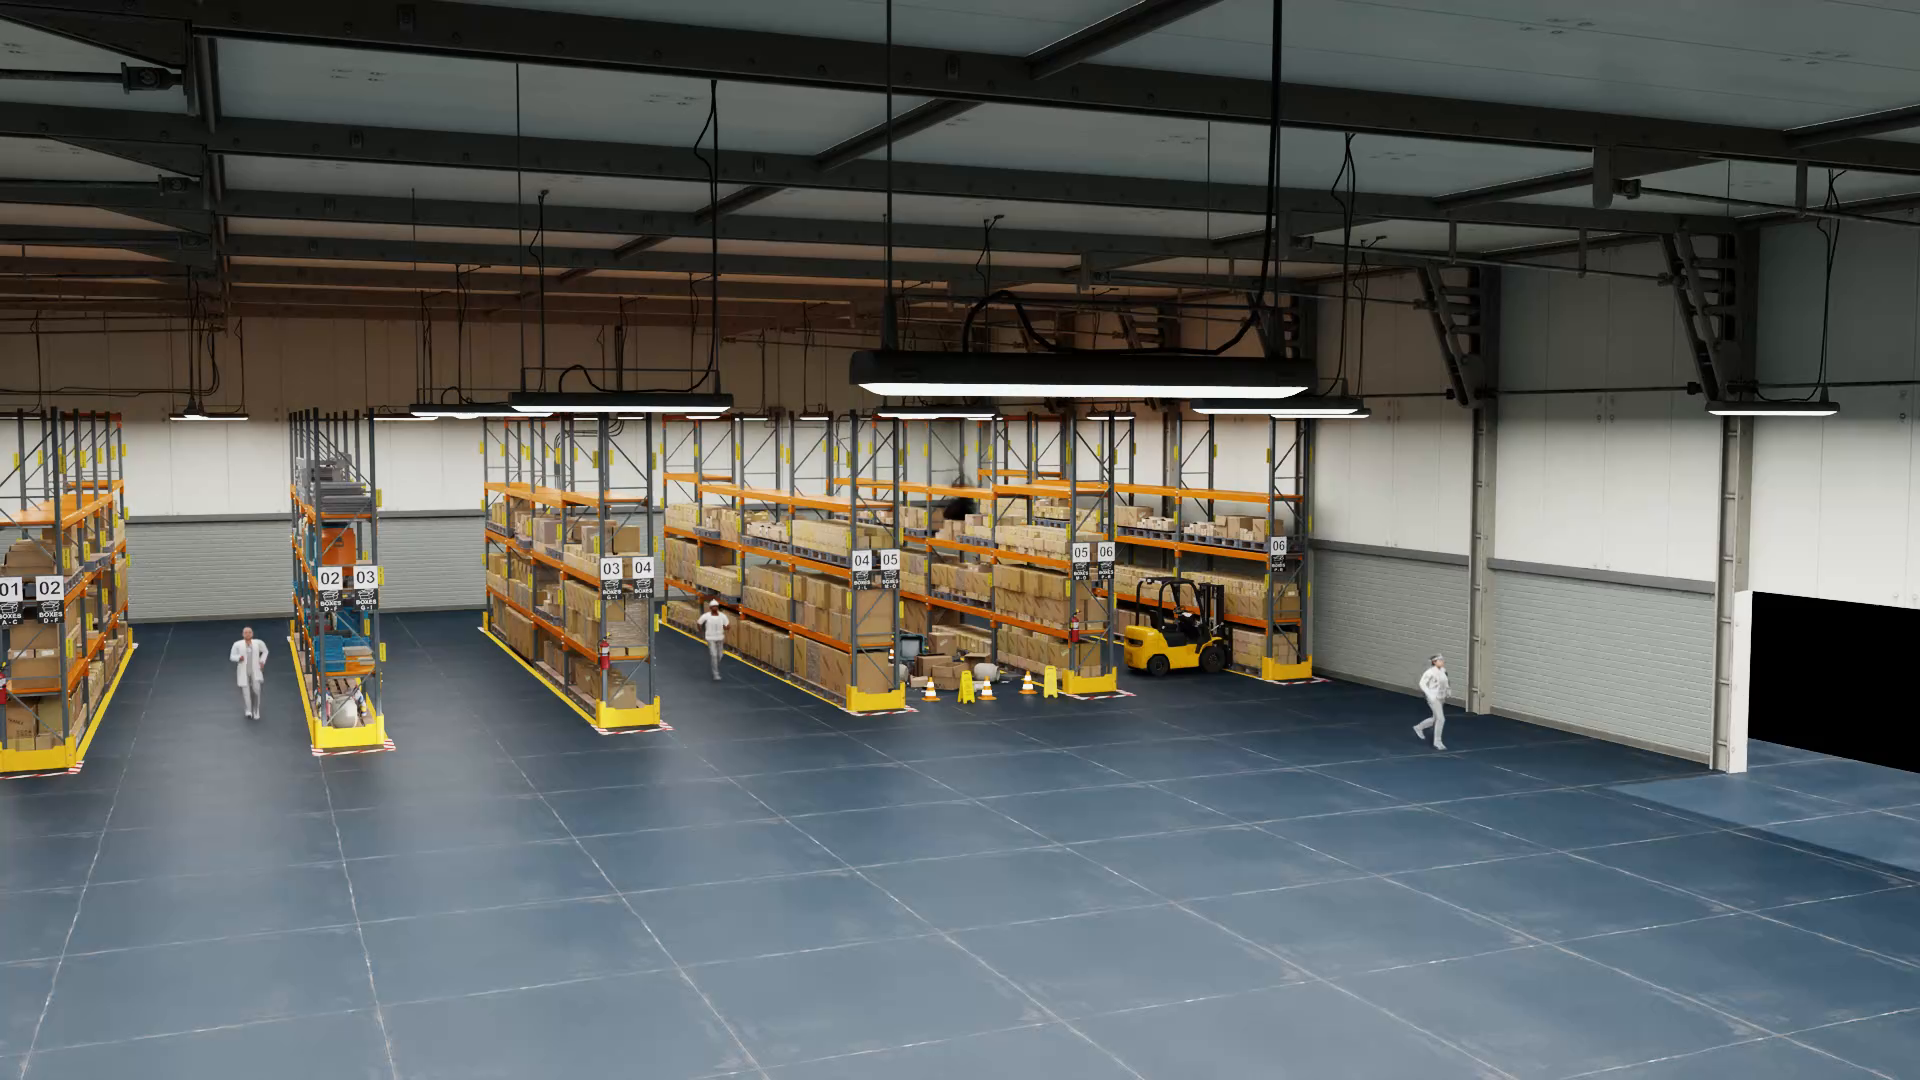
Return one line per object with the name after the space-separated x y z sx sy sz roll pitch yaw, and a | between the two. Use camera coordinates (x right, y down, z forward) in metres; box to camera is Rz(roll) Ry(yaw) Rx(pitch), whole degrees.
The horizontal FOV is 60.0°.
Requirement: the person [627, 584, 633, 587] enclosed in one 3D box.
-9.245 1.629 46.542 0.680 1.715 0.648 -1 4 -9 | person

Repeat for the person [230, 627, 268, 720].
-13.741 2.594 32.181 0.687 1.805 0.734 -2 4 -24 | person

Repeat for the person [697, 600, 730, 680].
-5.497 2.221 37.267 0.710 1.747 0.968 -2 4 -26 | person

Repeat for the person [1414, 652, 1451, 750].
8.367 2.832 29.487 0.622 1.733 0.726 -3 5 -40 | person
